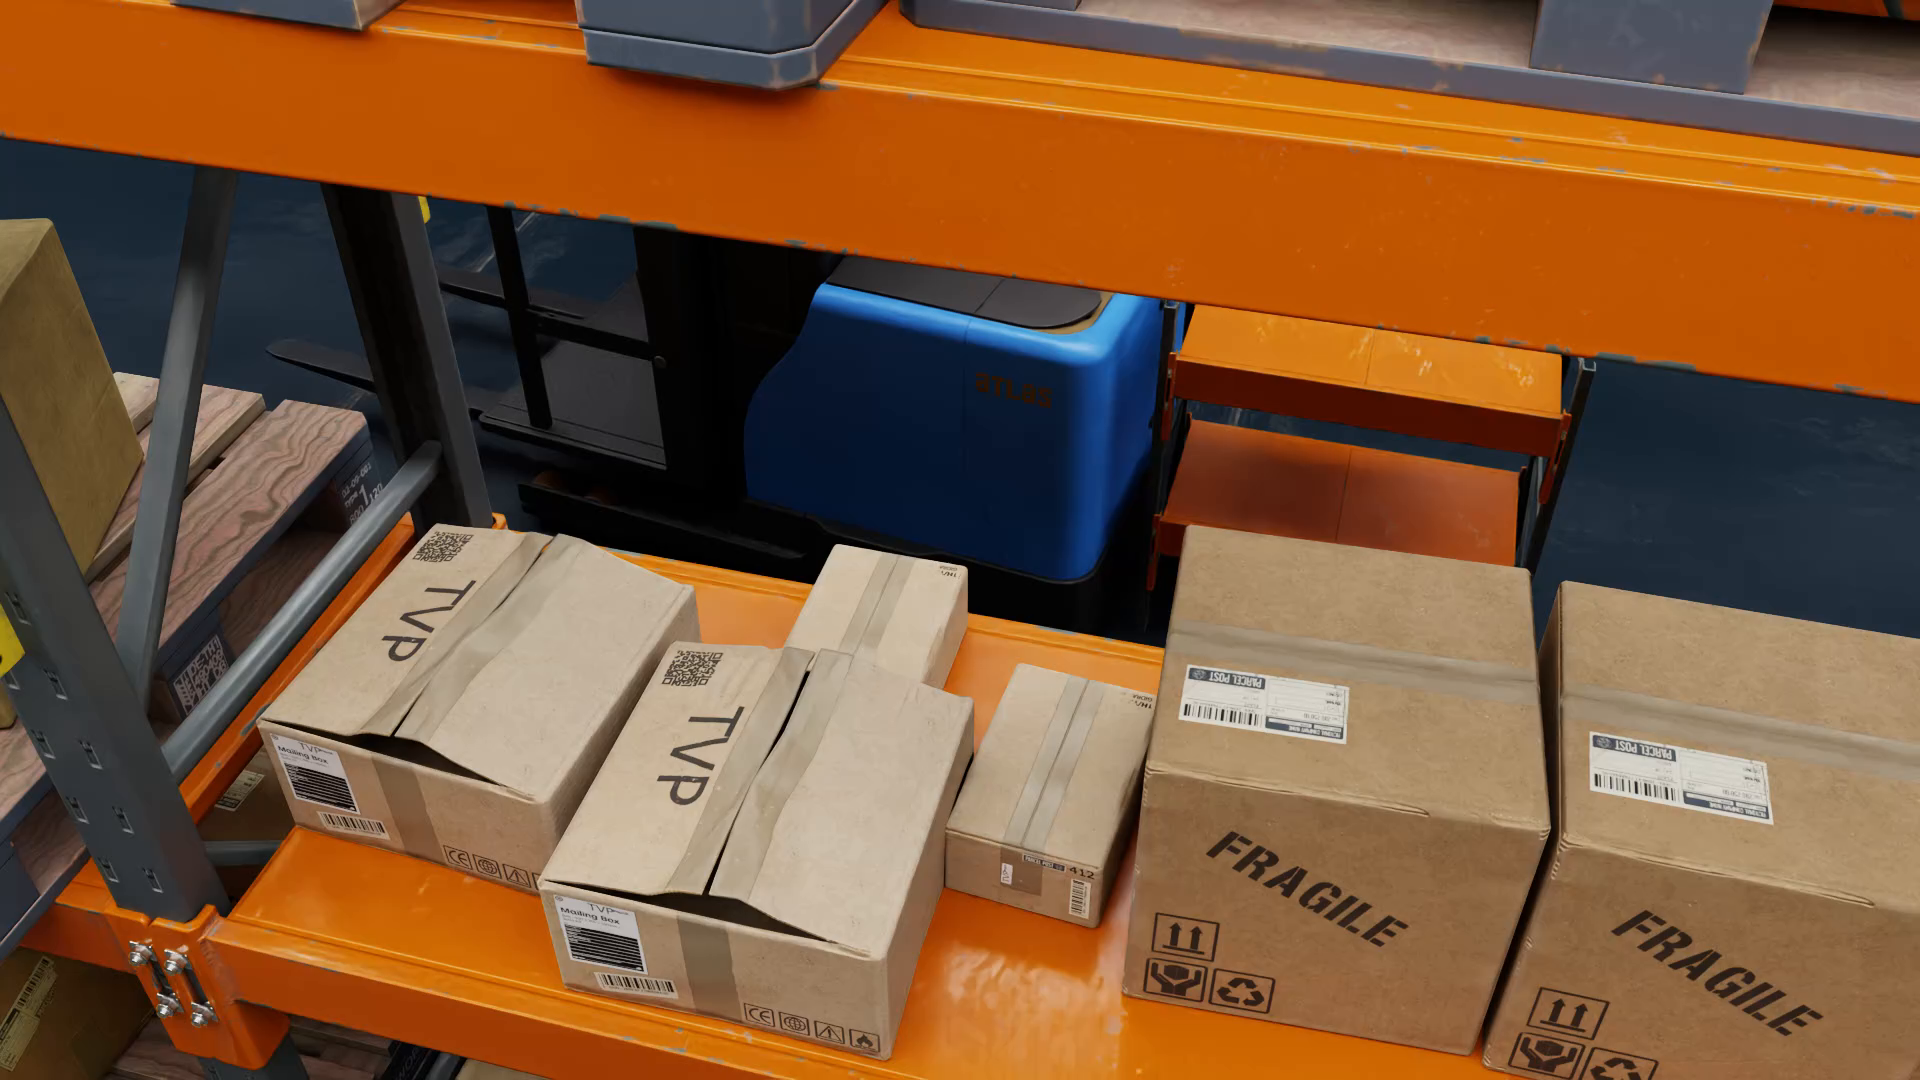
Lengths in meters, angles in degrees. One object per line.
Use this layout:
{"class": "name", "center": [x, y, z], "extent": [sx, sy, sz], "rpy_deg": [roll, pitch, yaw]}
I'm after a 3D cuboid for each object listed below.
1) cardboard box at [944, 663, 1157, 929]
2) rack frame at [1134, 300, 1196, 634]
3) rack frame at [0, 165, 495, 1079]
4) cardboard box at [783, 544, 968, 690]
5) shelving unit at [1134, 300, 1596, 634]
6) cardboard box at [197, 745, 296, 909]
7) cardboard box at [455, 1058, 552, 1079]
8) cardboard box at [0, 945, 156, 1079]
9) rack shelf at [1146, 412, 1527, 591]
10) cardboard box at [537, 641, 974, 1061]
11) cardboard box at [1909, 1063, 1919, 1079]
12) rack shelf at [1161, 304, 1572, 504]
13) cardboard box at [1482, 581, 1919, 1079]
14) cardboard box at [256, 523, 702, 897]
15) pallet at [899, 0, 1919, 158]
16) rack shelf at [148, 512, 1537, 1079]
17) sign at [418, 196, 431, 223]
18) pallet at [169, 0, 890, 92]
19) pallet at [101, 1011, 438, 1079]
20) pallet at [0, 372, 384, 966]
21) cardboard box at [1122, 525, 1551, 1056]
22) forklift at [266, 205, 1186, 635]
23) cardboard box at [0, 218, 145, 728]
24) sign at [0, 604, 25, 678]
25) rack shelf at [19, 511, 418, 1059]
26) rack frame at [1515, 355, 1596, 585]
{"class": "cardboard box", "center": [0.152, 0.396, 2.641], "extent": [0.250, 0.149, 0.380], "rpy_deg": [13, 42, 15]}
{"class": "rack frame", "center": [0.599, -0.310, 4.744], "extent": [0.032, 1.125, 0.500], "rpy_deg": [10, 41, 12]}
{"class": "rack frame", "center": [-1.094, 0.123, 2.771], "extent": [0.127, 3.000, 1.000], "rpy_deg": [10, 41, 11]}
{"class": "cardboard box", "center": [-0.154, 0.197, 2.878], "extent": [0.250, 0.149, 0.380], "rpy_deg": [10, 41, 11]}
{"class": "shelving unit", "center": [1.088, -0.220, 4.637], "extent": [1.048, 1.125, 0.538], "rpy_deg": [10, 41, 12]}
{"class": "cardboard box", "center": [-1.460, 0.659, 3.735], "extent": [0.500, 0.500, 0.500], "rpy_deg": [11, 41, 13]}
{"class": "cardboard box", "center": [-0.664, 1.070, 3.019], "extent": [0.500, 0.311, 0.500], "rpy_deg": [11, 41, 13]}
{"class": "cardboard box", "center": [-2.058, 0.902, 3.445], "extent": [0.500, 0.500, 0.500], "rpy_deg": [11, 41, 13]}
{"class": "rack shelf", "center": [1.088, -0.033, 4.794], "extent": [1.000, 0.278, 0.538], "rpy_deg": [10, 41, 12]}
{"class": "cardboard box", "center": [-0.280, 0.426, 2.479], "extent": [0.500, 0.311, 0.500], "rpy_deg": [9, 41, 11]}
{"class": "cardboard box", "center": [1.523, 0.524, 2.216], "extent": [0.500, 0.500, 0.500], "rpy_deg": [13, 42, 15]}
{"class": "rack shelf", "center": [1.088, -0.444, 4.449], "extent": [1.000, 0.278, 0.538], "rpy_deg": [10, 41, 12]}
{"class": "cardboard box", "center": [1.039, 0.441, 2.315], "extent": [0.500, 0.500, 0.500], "rpy_deg": [10, 41, 11]}
{"class": "cardboard box", "center": [-0.754, 0.245, 2.695], "extent": [0.500, 0.311, 0.500], "rpy_deg": [12, 42, 14]}
{"class": "pallet", "center": [0.666, -0.712, 1.580], "extent": [1.213, 0.211, 1.003], "rpy_deg": [12, 41, 13]}
{"class": "rack shelf", "center": [0.838, 0.731, 2.607], "extent": [4.000, 0.370, 1.077], "rpy_deg": [10, 41, 11]}
{"class": "sign", "center": [-0.954, -0.666, 2.810], "extent": [0.005, 0.325, 0.100], "rpy_deg": [10, 41, 11]}
{"class": "pallet", "center": [-0.416, -0.896, 1.799], "extent": [1.003, 0.211, 1.213], "rpy_deg": [12, 41, 13]}
{"class": "pallet", "center": [-1.806, 1.043, 3.844], "extent": [1.213, 0.211, 1.003], "rpy_deg": [10, 41, 11]}
{"class": "pallet", "center": [-1.767, 0.127, 2.915], "extent": [1.003, 0.211, 1.213], "rpy_deg": [10, 41, 11]}
{"class": "cardboard box", "center": [0.531, 0.354, 2.419], "extent": [0.500, 0.500, 0.500], "rpy_deg": [8, 41, 9]}
{"class": "forklift", "center": [-0.849, -1.426, 4.669], "extent": [3.031, 2.935, 1.130], "rpy_deg": [15, 42, 17]}
{"class": "cardboard box", "center": [-1.732, -0.111, 2.645], "extent": [0.500, 0.500, 0.700], "rpy_deg": [-3, 40, -3]}
{"class": "sign", "center": [-1.225, 0.049, 2.021], "extent": [0.005, 0.325, 0.100], "rpy_deg": [10, 41, 11]}
{"class": "rack shelf", "center": [-3.026, 0.066, 3.398], "extent": [4.000, 0.370, 1.077], "rpy_deg": [10, 41, 11]}
{"class": "rack frame", "center": [1.576, -0.130, 4.530], "extent": [0.032, 1.125, 0.500], "rpy_deg": [10, 41, 12]}
